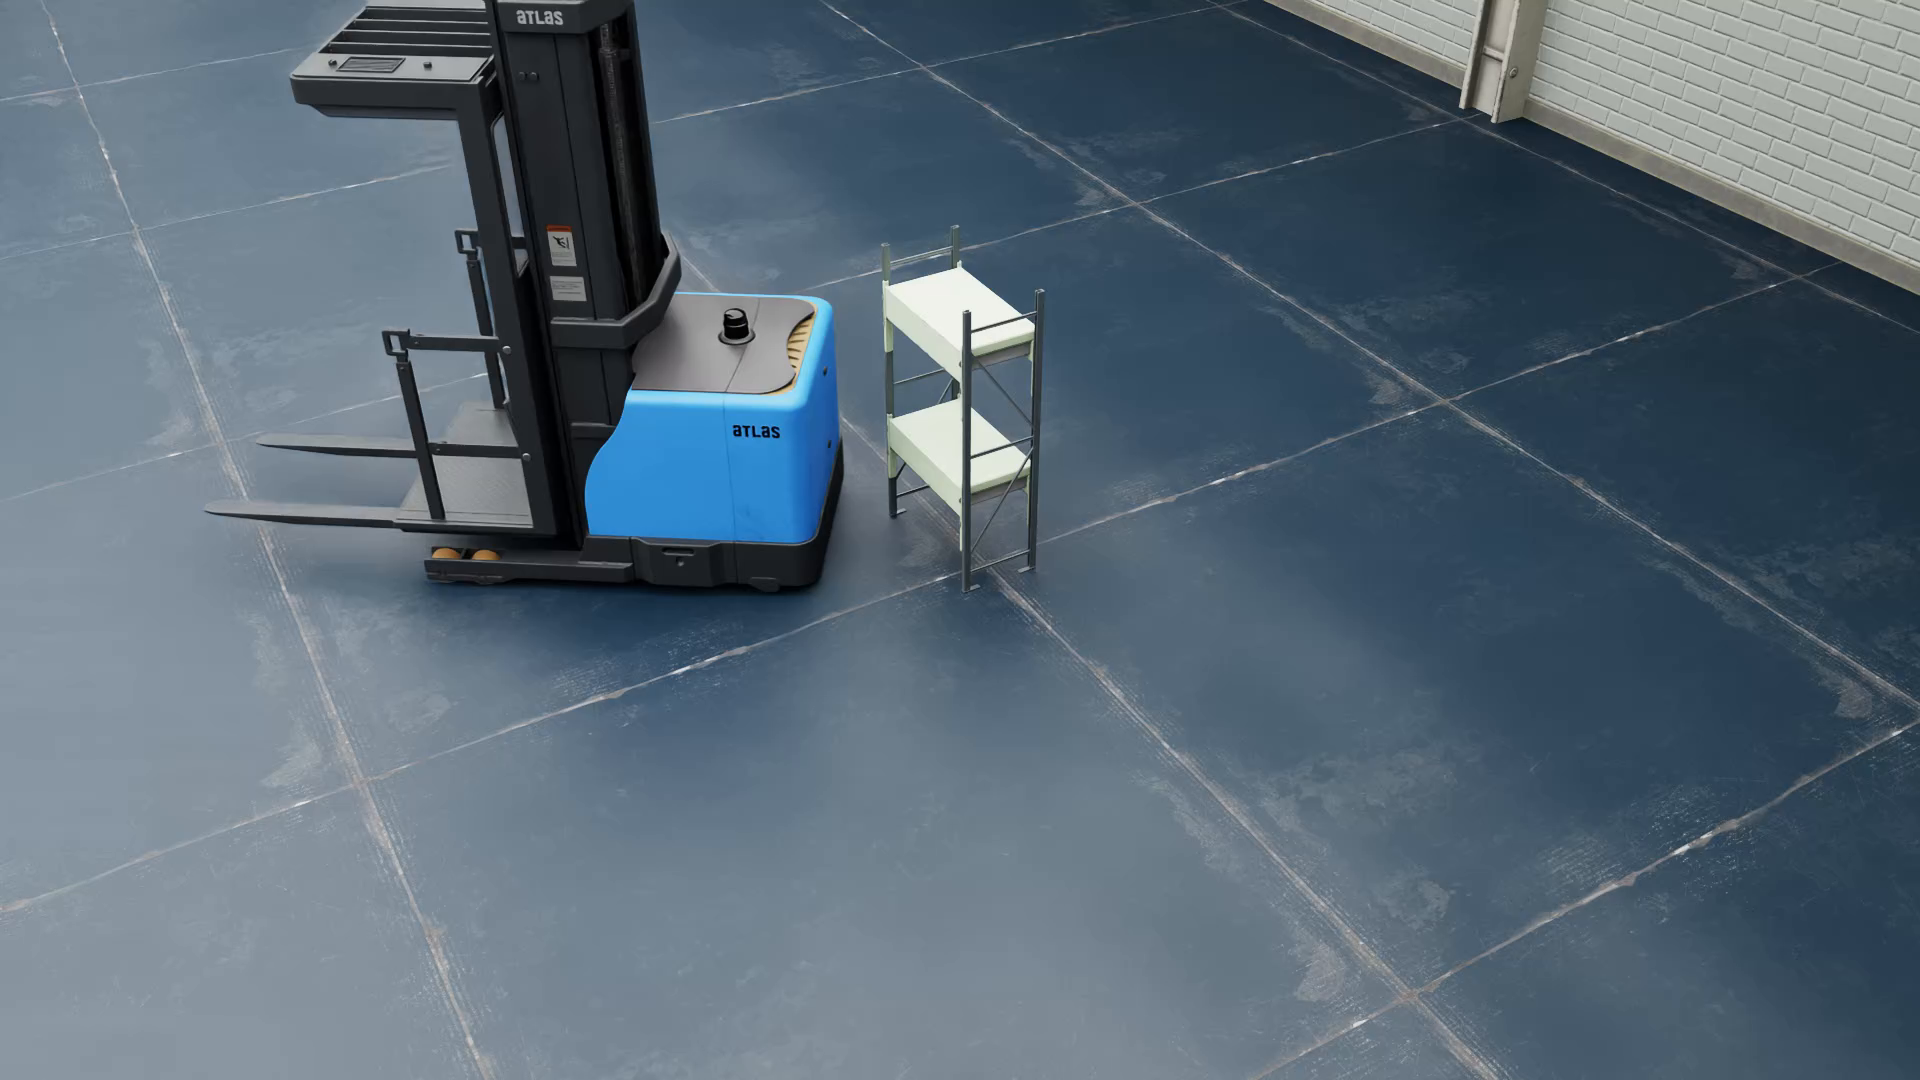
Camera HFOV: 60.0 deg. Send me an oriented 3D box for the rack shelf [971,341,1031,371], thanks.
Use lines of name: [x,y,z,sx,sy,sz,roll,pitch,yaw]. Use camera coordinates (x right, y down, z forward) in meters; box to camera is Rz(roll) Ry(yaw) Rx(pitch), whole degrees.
rack shelf: [0.003,-0.975,7.531,0.332,0.071,0.664,-19,40,-24]

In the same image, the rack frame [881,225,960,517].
rack frame: [-0.181,-0.789,8.059,0.400,1.500,0.023,-19,40,-24]

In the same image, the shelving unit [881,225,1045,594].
shelving unit: [-7.371,-8.104,18.074,6.000,1.500,30.159,-19,40,-24]

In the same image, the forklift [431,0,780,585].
forklift: [-11.458,-13.369,18.915,23.833,9.011,32.329,2,36,3]

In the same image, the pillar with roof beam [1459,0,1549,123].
pillar with roof beam: [0.356,-5.649,8.354,9.100,9.000,0.400,-19,40,-24]

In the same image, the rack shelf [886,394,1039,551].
rack shelf: [-7.375,-7.749,18.343,6.000,0.609,30.141,-19,40,-24]

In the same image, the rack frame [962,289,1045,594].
rack frame: [0.187,-0.416,7.547,0.400,1.500,0.023,-19,40,-24]
